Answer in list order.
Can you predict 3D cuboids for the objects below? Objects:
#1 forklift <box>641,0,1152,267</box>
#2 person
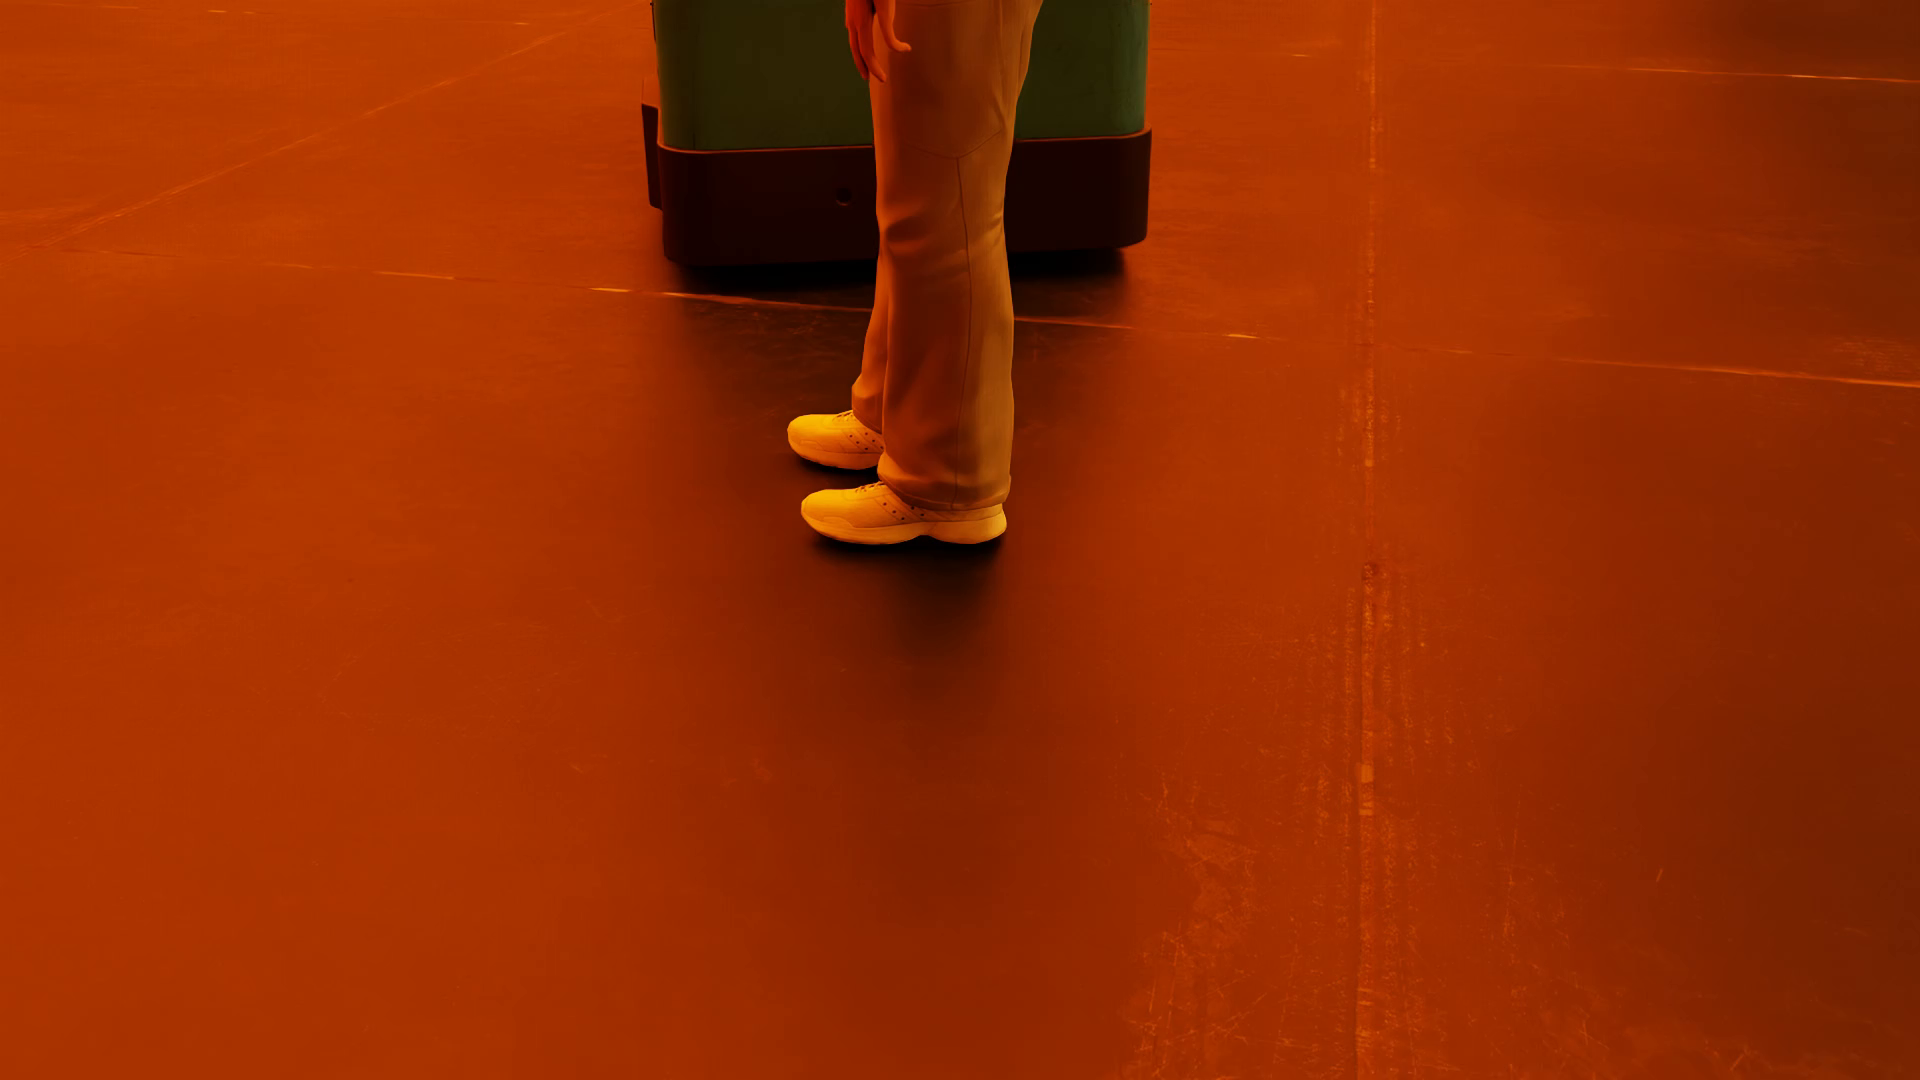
[{"bbox_3d":[-0.322,-2.517,4.236,1.130,2.935,3.031,-4,27,-8],"label":"forklift"},{"bbox_3d":[-0.069,-0.768,2.146,0.548,1.673,0.549,6,27,11],"label":"person"}]
